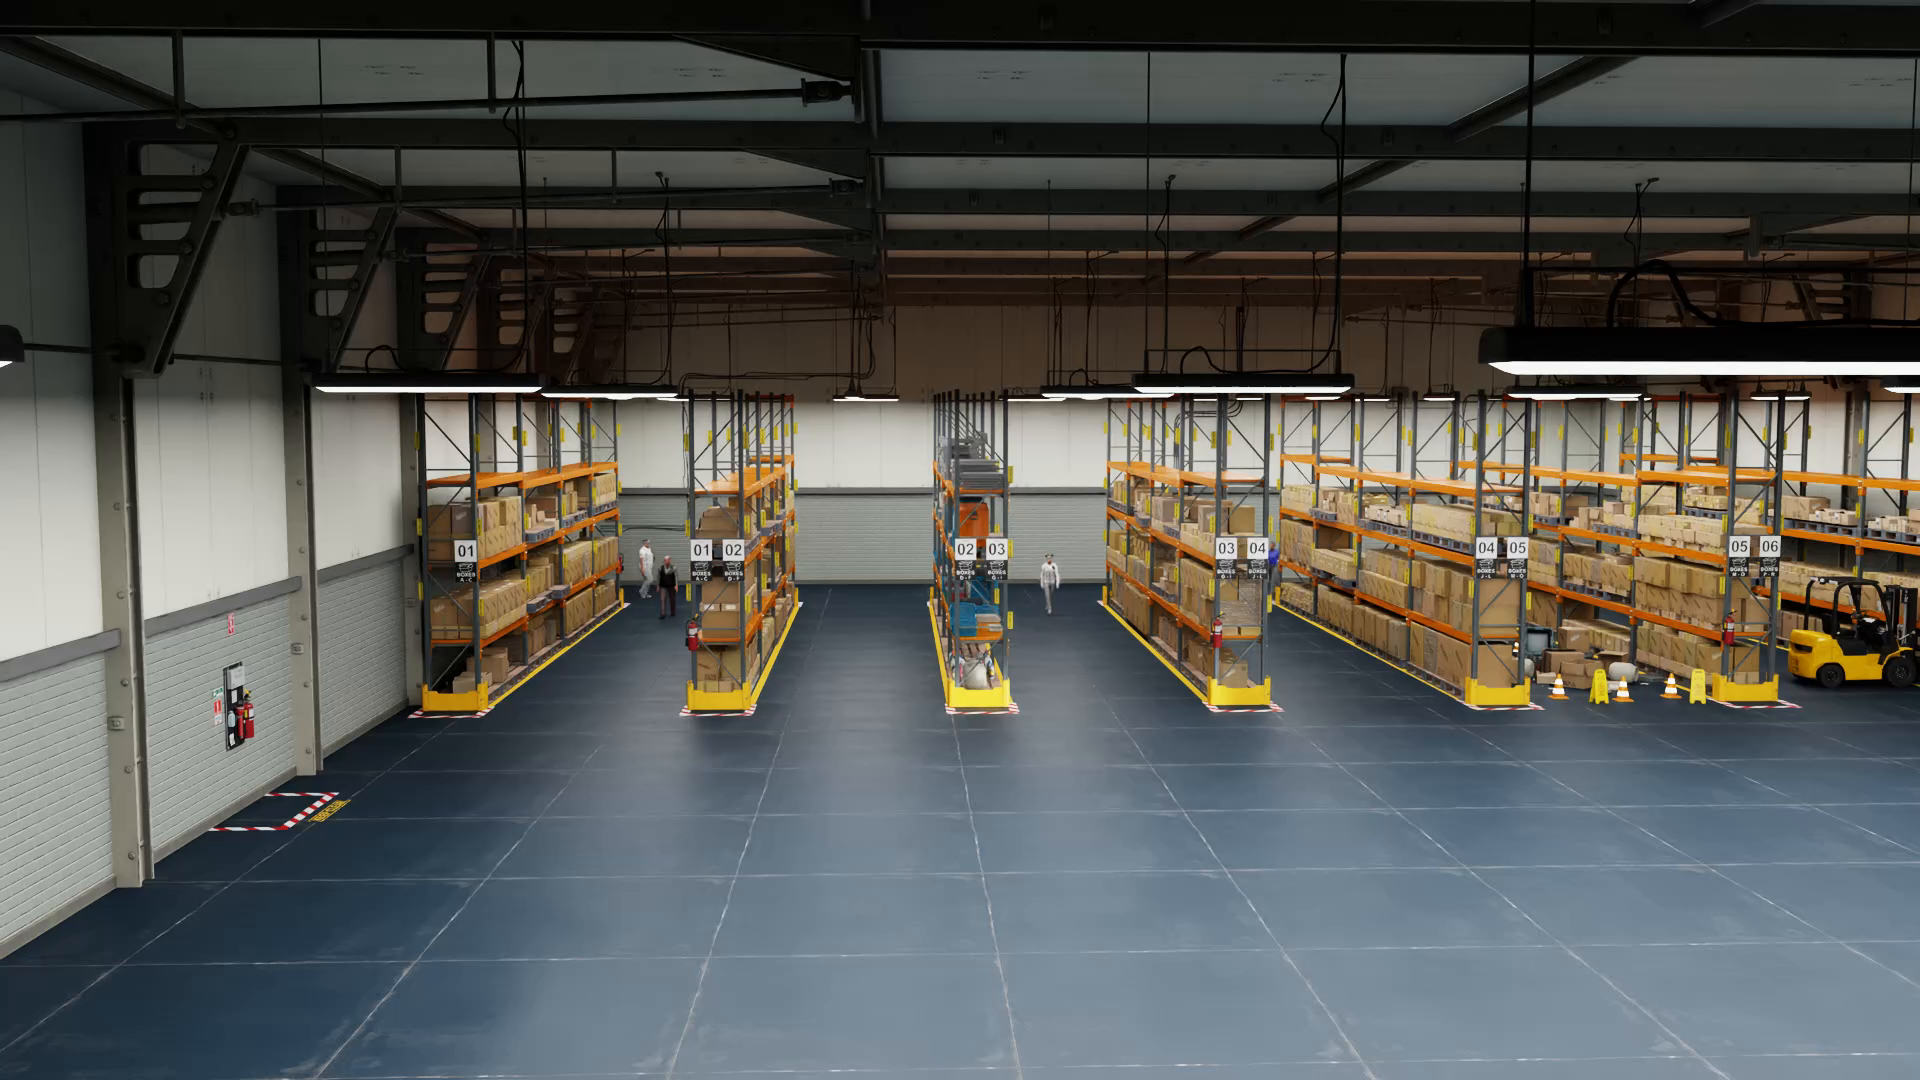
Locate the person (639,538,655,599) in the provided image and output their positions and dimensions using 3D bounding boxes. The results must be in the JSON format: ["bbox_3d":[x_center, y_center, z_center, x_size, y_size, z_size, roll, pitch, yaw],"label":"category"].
[{"bbox_3d":[-9.249,0.837,49.078,0.445,1.786,0.566,0,5,0],"label":"person"}]

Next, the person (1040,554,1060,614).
[{"bbox_3d":[2.490,1.173,45.651,0.473,1.617,1.051,-1,5,-13],"label":"person"}]

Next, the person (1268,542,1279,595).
[{"bbox_3d":[9.354,0.840,49.782,0.474,1.584,1.075,3,6,33],"label":"person"}]

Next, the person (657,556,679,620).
[{"bbox_3d":[-7.804,1.264,44.322,0.613,1.663,1.074,0,5,0],"label":"person"}]
